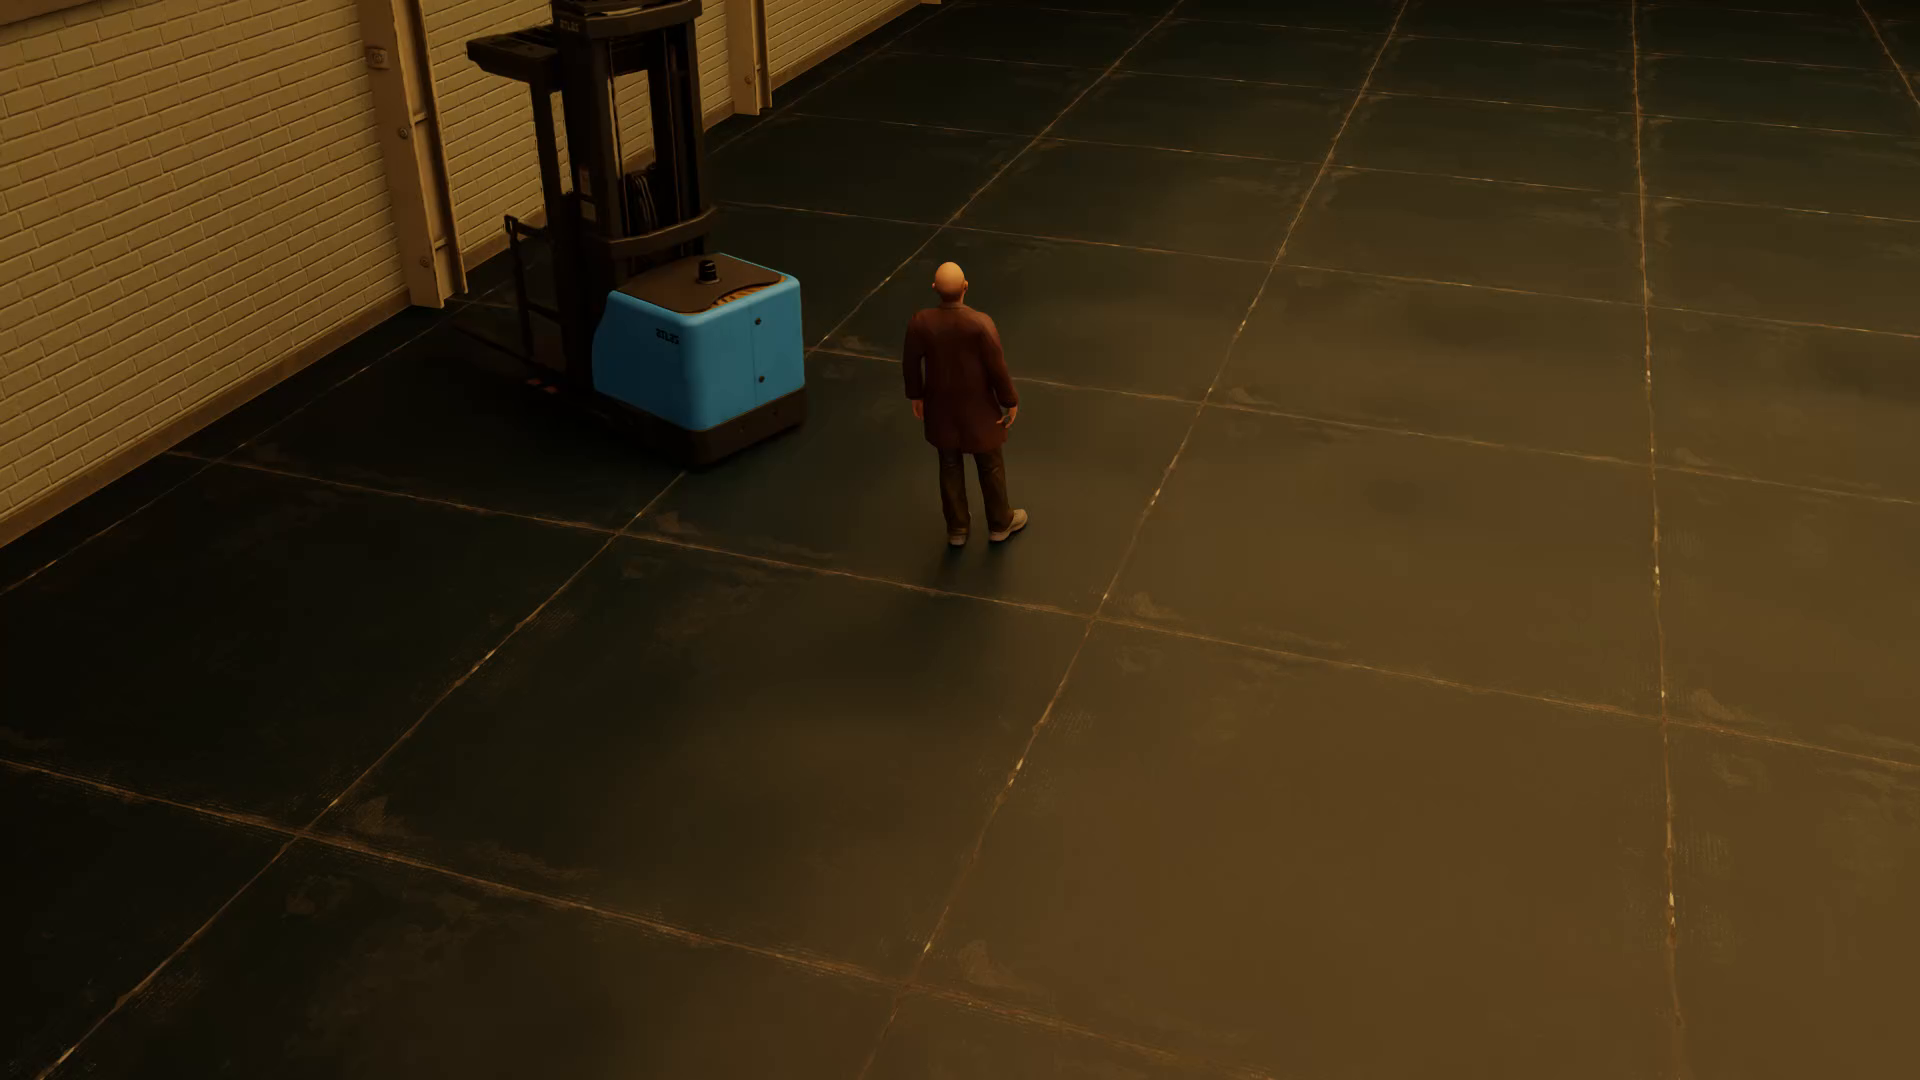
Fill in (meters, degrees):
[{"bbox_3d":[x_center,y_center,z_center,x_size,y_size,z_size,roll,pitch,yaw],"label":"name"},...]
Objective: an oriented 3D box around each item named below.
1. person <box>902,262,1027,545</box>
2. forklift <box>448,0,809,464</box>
[{"bbox_3d":[0.033,-0.821,9.727,0.696,1.778,0.579,10,31,16],"label":"person"},{"bbox_3d":[-2.491,-2.363,11.282,3.031,2.935,1.130,23,37,34],"label":"forklift"}]
